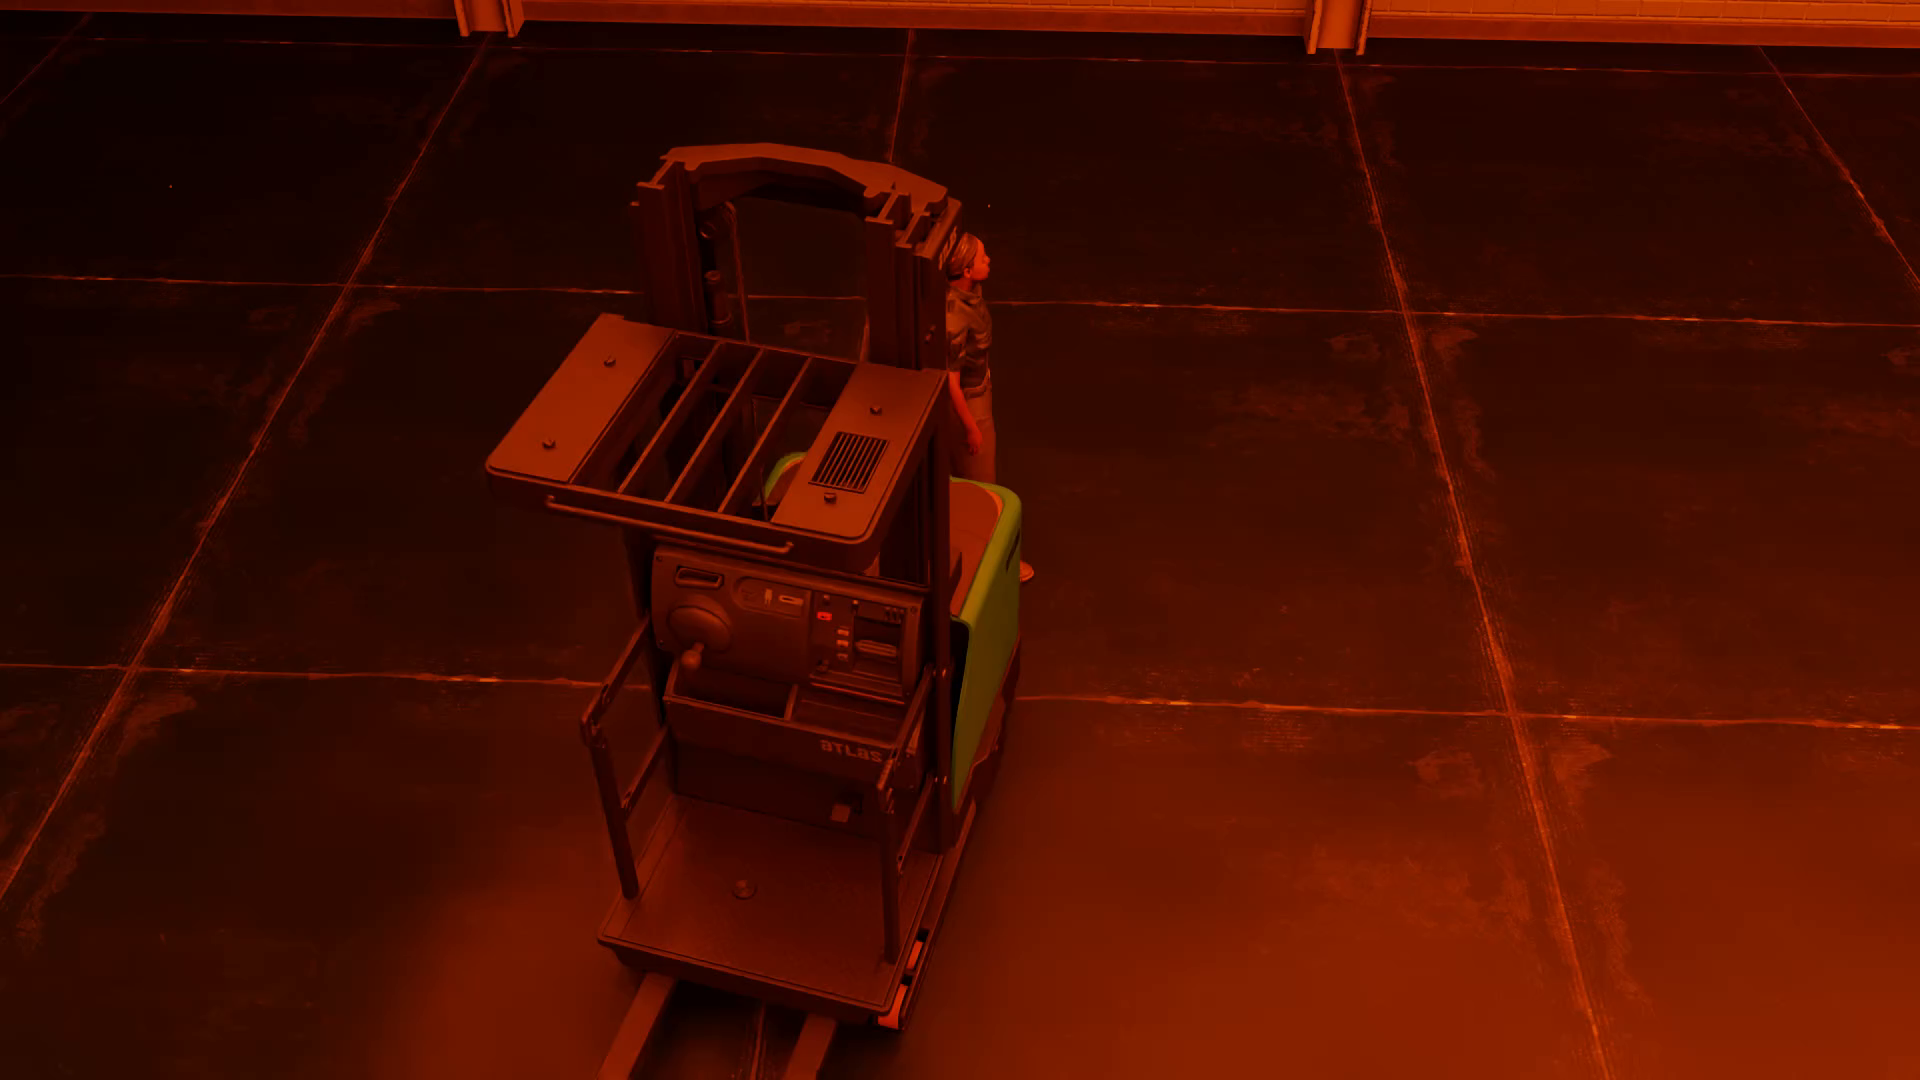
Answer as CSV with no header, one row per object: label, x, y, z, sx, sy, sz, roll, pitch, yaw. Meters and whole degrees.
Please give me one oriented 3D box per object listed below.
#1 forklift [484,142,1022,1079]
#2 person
forklift,-0.636,0.374,5.333,1.130,2.935,3.031,11,44,12
person,0.107,-0.609,7.355,0.476,1.657,0.587,1,42,1
